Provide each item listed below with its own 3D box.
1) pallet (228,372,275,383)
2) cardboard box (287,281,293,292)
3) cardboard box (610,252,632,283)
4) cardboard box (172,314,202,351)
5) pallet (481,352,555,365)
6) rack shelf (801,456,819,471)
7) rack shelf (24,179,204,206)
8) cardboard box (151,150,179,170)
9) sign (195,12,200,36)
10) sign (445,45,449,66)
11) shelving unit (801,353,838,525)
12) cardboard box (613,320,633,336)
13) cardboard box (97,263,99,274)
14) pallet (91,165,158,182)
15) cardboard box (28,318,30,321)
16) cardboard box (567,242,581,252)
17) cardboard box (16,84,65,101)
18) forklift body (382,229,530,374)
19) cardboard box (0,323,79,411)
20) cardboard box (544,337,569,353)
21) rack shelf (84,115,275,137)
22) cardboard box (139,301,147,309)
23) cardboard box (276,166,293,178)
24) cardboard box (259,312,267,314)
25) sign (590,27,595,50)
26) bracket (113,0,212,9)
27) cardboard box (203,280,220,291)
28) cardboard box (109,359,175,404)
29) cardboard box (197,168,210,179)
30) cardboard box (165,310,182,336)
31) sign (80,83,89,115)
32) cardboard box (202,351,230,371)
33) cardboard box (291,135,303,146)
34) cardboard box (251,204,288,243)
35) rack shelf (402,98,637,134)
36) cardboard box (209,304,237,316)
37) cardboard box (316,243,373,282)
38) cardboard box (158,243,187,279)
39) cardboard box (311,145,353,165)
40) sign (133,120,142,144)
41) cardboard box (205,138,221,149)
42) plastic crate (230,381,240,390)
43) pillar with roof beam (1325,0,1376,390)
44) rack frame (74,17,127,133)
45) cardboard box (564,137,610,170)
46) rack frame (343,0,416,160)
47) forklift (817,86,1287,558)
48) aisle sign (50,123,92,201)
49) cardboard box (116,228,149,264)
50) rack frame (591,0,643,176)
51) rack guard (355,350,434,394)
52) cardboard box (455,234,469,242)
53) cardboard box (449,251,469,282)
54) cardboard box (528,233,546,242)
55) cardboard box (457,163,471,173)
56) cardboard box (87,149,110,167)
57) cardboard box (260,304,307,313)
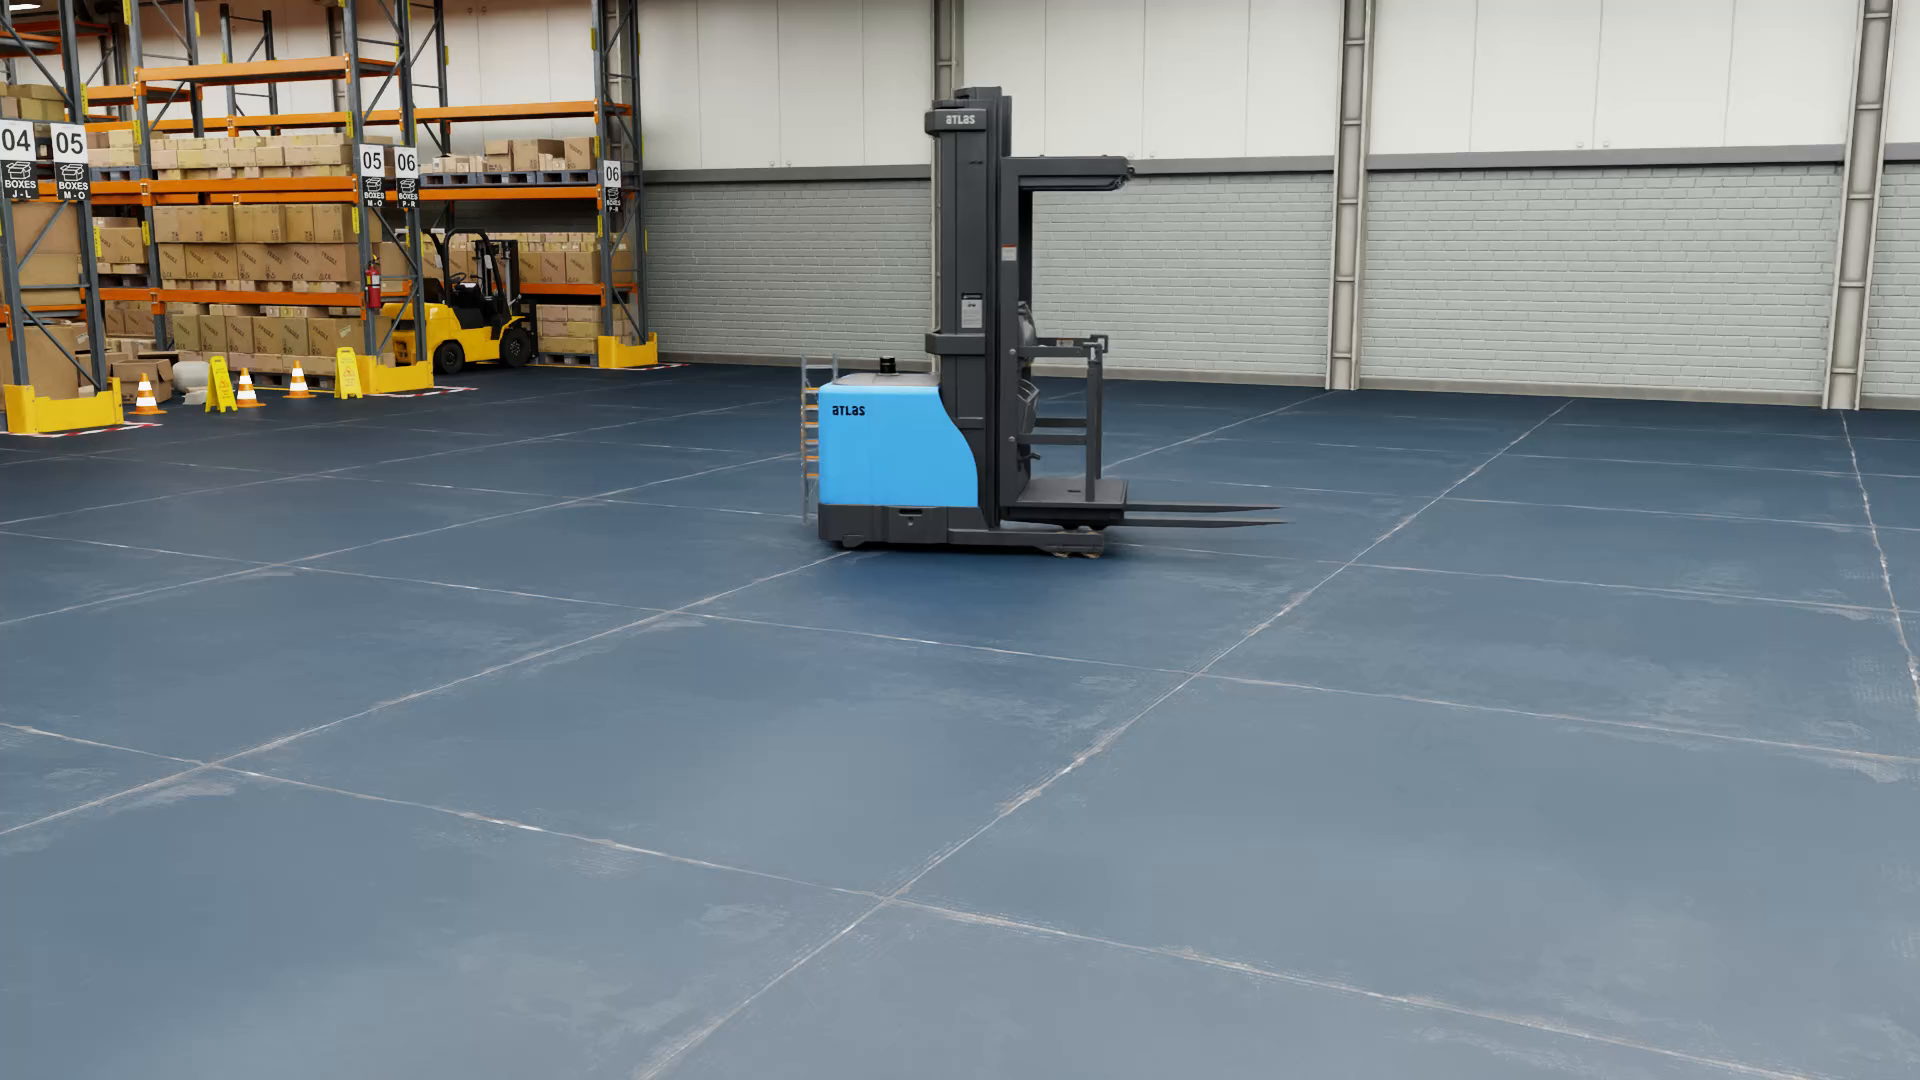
[{"bbox_3d":[-10.504,-2.382,23.796,1.213,0.211,1.003,5,11,26],"label":"pallet"},{"bbox_3d":[-8.873,-3.441,22.528,0.250,0.149,0.380,5,11,27],"label":"cardboard box"},{"bbox_3d":[-5.663,-4.411,26.901,0.500,0.500,0.500,5,12,28],"label":"cardboard box"},{"bbox_3d":[-10.712,-2.934,23.455,0.500,0.500,0.500,6,12,29],"label":"cardboard box"},{"bbox_3d":[-7.136,-3.057,27.526,1.213,0.211,1.003,5,11,26],"label":"pallet"},{"bbox_3d":[-0.982,-0.541,11.722,0.258,0.103,0.180,0,2,-1],"label":"rack shelf"},{"bbox_3d":[-12.915,-5.081,24.477,4.000,0.370,1.077,5,11,26],"label":"rack shelf"},{"bbox_3d":[-10.848,-5.271,23.096,0.500,0.250,0.500,5,11,25],"label":"cardboard box"},{"bbox_3d":[-10.865,-7.337,23.655,0.005,0.325,0.100,5,11,26],"label":"sign"},{"bbox_3d":[-8.661,-8.170,28.038,0.005,0.325,0.100,5,11,26],"label":"sign"},{"bbox_3d":[-0.983,-0.706,11.716,0.258,1.200,0.189,0,2,-1],"label":"shelving unit"},{"bbox_3d":[-5.671,-3.449,27.000,0.500,0.250,0.500,5,12,27],"label":"cardboard box"},{"bbox_3d":[-12.411,-3.938,24.093,0.250,0.149,0.380,5,11,26],"label":"cardboard box"},{"bbox_3d":[-11.628,-5.250,23.921,1.003,0.211,1.213,5,11,26],"label":"pallet"},{"bbox_3d":[-18.004,-4.322,32.526,0.500,0.500,0.500,5,12,27],"label":"cardboard box"},{"bbox_3d":[-6.019,-4.645,26.371,0.250,0.149,0.380,5,12,27],"label":"cardboard box"},{"bbox_3d":[-9.792,-4.765,17.719,0.250,0.149,0.380,5,11,26],"label":"cardboard box"},{"bbox_3d":[-7.849,-3.719,25.741,1.214,2.155,2.313,5,11,26],"label":"forklift body"},{"bbox_3d":[-10.271,-1.891,18.044,0.875,0.875,0.875,5,11,26],"label":"cardboard box"},{"bbox_3d":[-6.344,-3.160,26.807,0.500,0.250,0.500,5,11,26],"label":"cardboard box"},{"bbox_3d":[-14.309,-7.468,30.369,4.000,0.370,1.077,5,11,26],"label":"rack shelf"},{"bbox_3d":[-15.129,-4.402,31.149,0.250,0.149,0.380,5,11,25],"label":"cardboard box"},{"bbox_3d":[-8.881,-4.905,22.192,0.250,0.149,0.380,5,11,25],"label":"cardboard box"},{"bbox_3d":[-10.015,-2.980,23.709,0.500,0.500,0.500,5,12,27],"label":"cardboard box"},{"bbox_3d":[-5.594,-7.644,25.352,0.005,0.325,0.100,5,11,26],"label":"sign"},{"bbox_3d":[-13.788,-9.853,30.295,4.783,0.066,0.076,5,11,26],"label":"bracket"},{"bbox_3d":[-10.273,-3.549,23.120,0.250,0.149,0.380,5,12,28],"label":"cardboard box"},{"bbox_3d":[-10.230,-1.991,20.821,0.637,0.503,0.797,-2,11,-14],"label":"cardboard box"},{"bbox_3d":[-10.262,-5.032,22.894,0.250,0.149,0.380,5,12,28],"label":"cardboard box"},{"bbox_3d":[-14.379,-4.005,30.774,0.500,0.500,0.500,5,11,24],"label":"cardboard box"},{"bbox_3d":[-9.383,-4.720,17.791,0.005,0.325,0.100,5,11,26],"label":"sign"},{"bbox_3d":[-10.228,-2.525,23.299,0.500,0.250,0.500,6,12,29],"label":"cardboard box"},{"bbox_3d":[-8.624,-5.282,22.036,0.250,0.149,0.380,5,11,26],"label":"cardboard box"},{"bbox_3d":[-9.043,-4.244,22.331,0.500,0.500,0.700,5,11,25],"label":"cardboard box"},{"bbox_3d":[-7.135,-6.838,26.886,4.000,0.370,1.077,5,11,26],"label":"rack shelf"},{"bbox_3d":[-10.165,-3.194,23.067,0.250,0.149,0.380,6,12,28],"label":"cardboard box"},{"bbox_3d":[-8.143,-3.680,22.025,0.500,0.500,0.500,5,11,25],"label":"cardboard box"},{"bbox_3d":[-10.850,-3.917,23.336,0.500,0.500,0.500,5,11,26],"label":"cardboard box"},{"bbox_3d":[-8.113,-5.032,21.772,0.500,0.250,0.500,5,11,25],"label":"cardboard box"},{"bbox_3d":[-11.364,-5.636,22.970,0.005,0.325,0.100,5,11,26],"label":"sign"},{"bbox_3d":[-10.036,-5.394,22.656,0.250,0.149,0.380,5,11,24],"label":"cardboard box"},{"bbox_3d":[-10.076,-2.110,22.662,0.583,0.080,0.402,1,10,6],"label":"plastic crate"},{"bbox_3d":[3.289,-5.797,17.990,0.400,9.000,9.100,5,11,26],"label":"pillar with roof beam"},{"bbox_3d":[-16.103,-8.176,31.140,0.127,3.000,1.000,5,11,26],"label":"rack frame"},{"bbox_3d":[-5.846,-6.056,26.105,0.500,0.500,0.500,5,12,28],"label":"cardboard box"},{"bbox_3d":[-7.534,-6.438,21.533,0.127,3.000,1.000,5,11,26],"label":"rack frame"},{"bbox_3d":[0.625,-1.428,10.892,3.031,2.935,1.130,1,10,7],"label":"forklift"},{"bbox_3d":[-9.438,-4.009,17.658,0.004,0.787,0.394,5,11,26],"label":"aisle sign"},{"bbox_3d":[-11.637,-4.203,23.735,0.500,0.500,0.500,5,11,25],"label":"cardboard box"},{"bbox_3d":[-5.341,-7.231,25.915,0.127,3.000,1.000,5,11,26],"label":"rack frame"},{"bbox_3d":[-7.603,-2.262,22.323,0.348,0.500,1.175,5,11,26],"label":"rack guard"},{"bbox_3d":[-8.081,-4.975,27.357,0.250,0.149,0.380,5,12,27],"label":"cardboard box"},{"bbox_3d":[-8.172,-4.528,27.546,0.500,0.500,0.500,5,12,27],"label":"cardboard box"},{"bbox_3d":[-6.711,-4.853,26.686,0.250,0.149,0.380,5,12,27],"label":"cardboard box"},{"bbox_3d":[-7.971,-6.058,27.102,0.250,0.149,0.380,5,12,28],"label":"cardboard box"},{"bbox_3d":[-12.161,-5.473,23.869,0.500,0.250,0.500,5,11,27],"label":"cardboard box"},{"bbox_3d":[-11.962,-3.896,29.823,0.625,0.625,0.875,5,12,28],"label":"cardboard box"}]
